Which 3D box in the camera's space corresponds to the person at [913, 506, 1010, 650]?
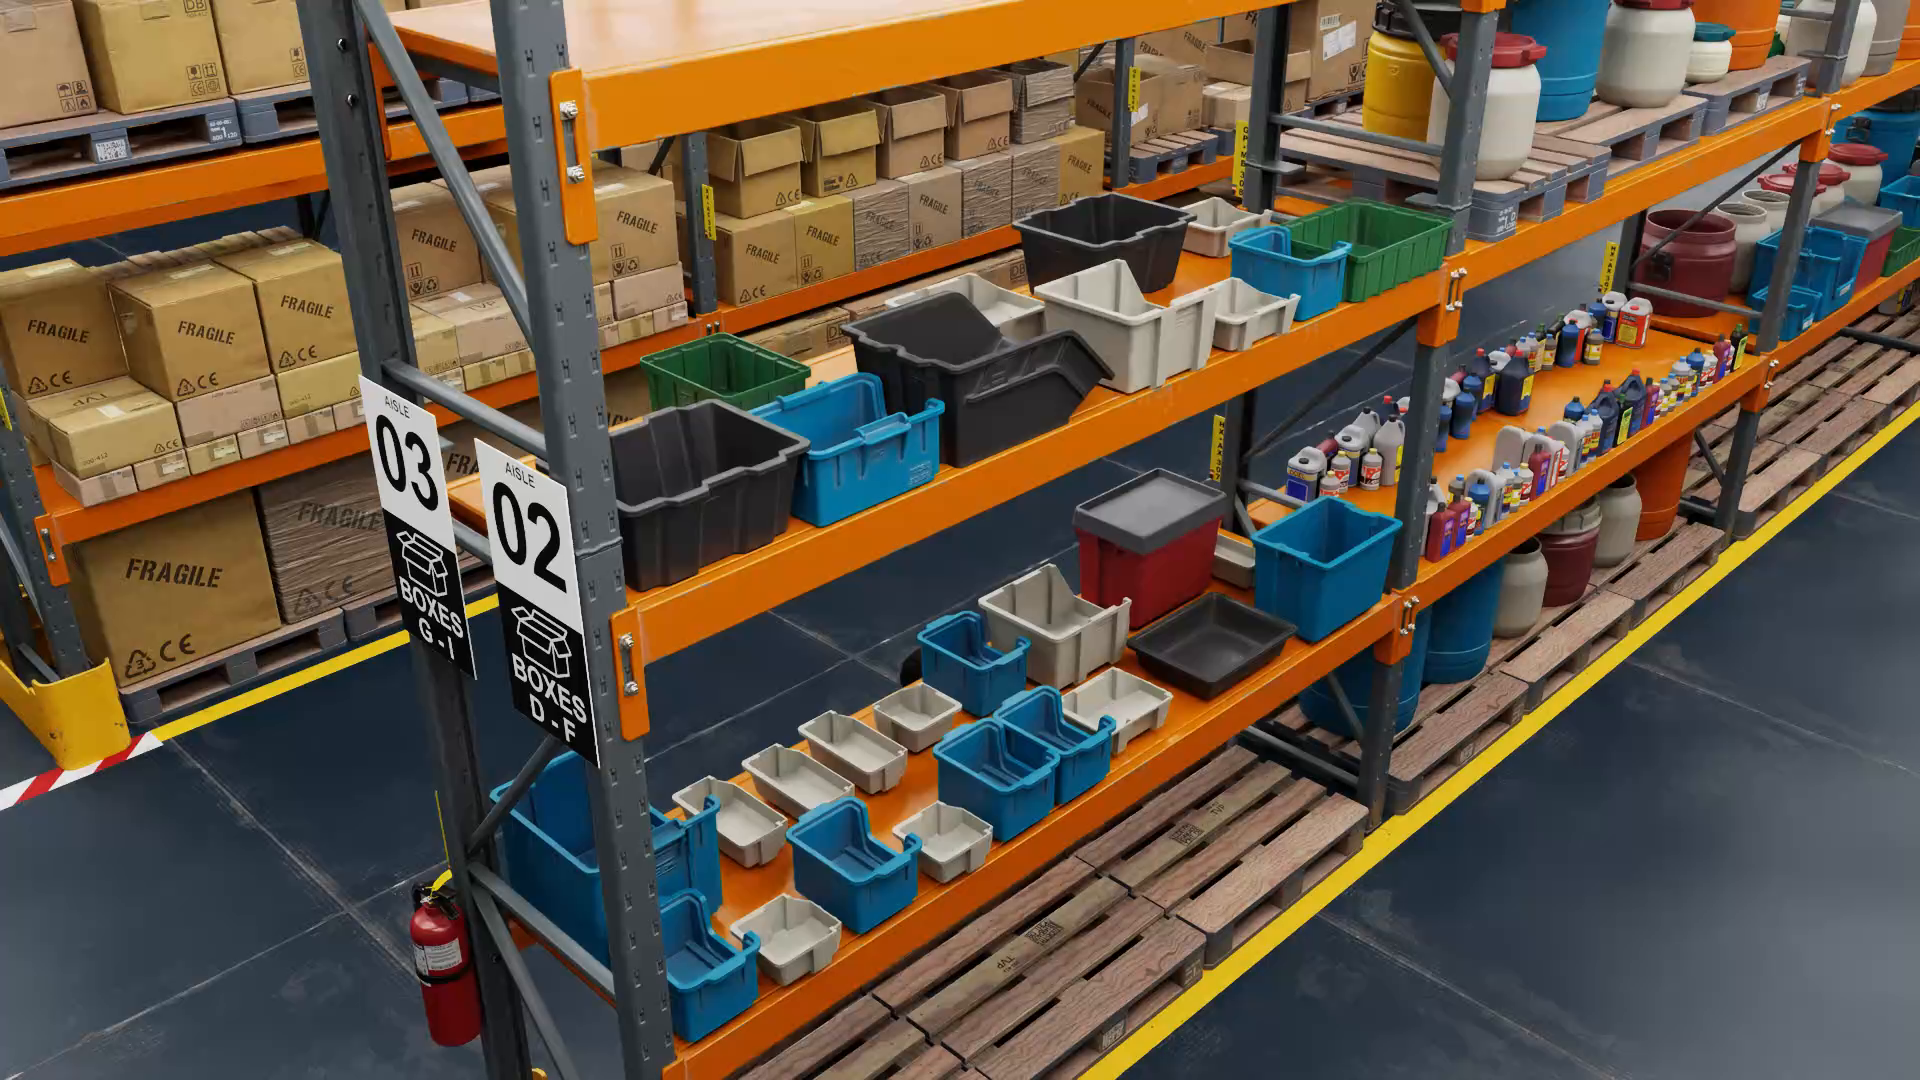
[{"bbox_3d":[0.013,0.399,7.876,0.434,1.727,0.553,23,36,37],"label":"person"}]
